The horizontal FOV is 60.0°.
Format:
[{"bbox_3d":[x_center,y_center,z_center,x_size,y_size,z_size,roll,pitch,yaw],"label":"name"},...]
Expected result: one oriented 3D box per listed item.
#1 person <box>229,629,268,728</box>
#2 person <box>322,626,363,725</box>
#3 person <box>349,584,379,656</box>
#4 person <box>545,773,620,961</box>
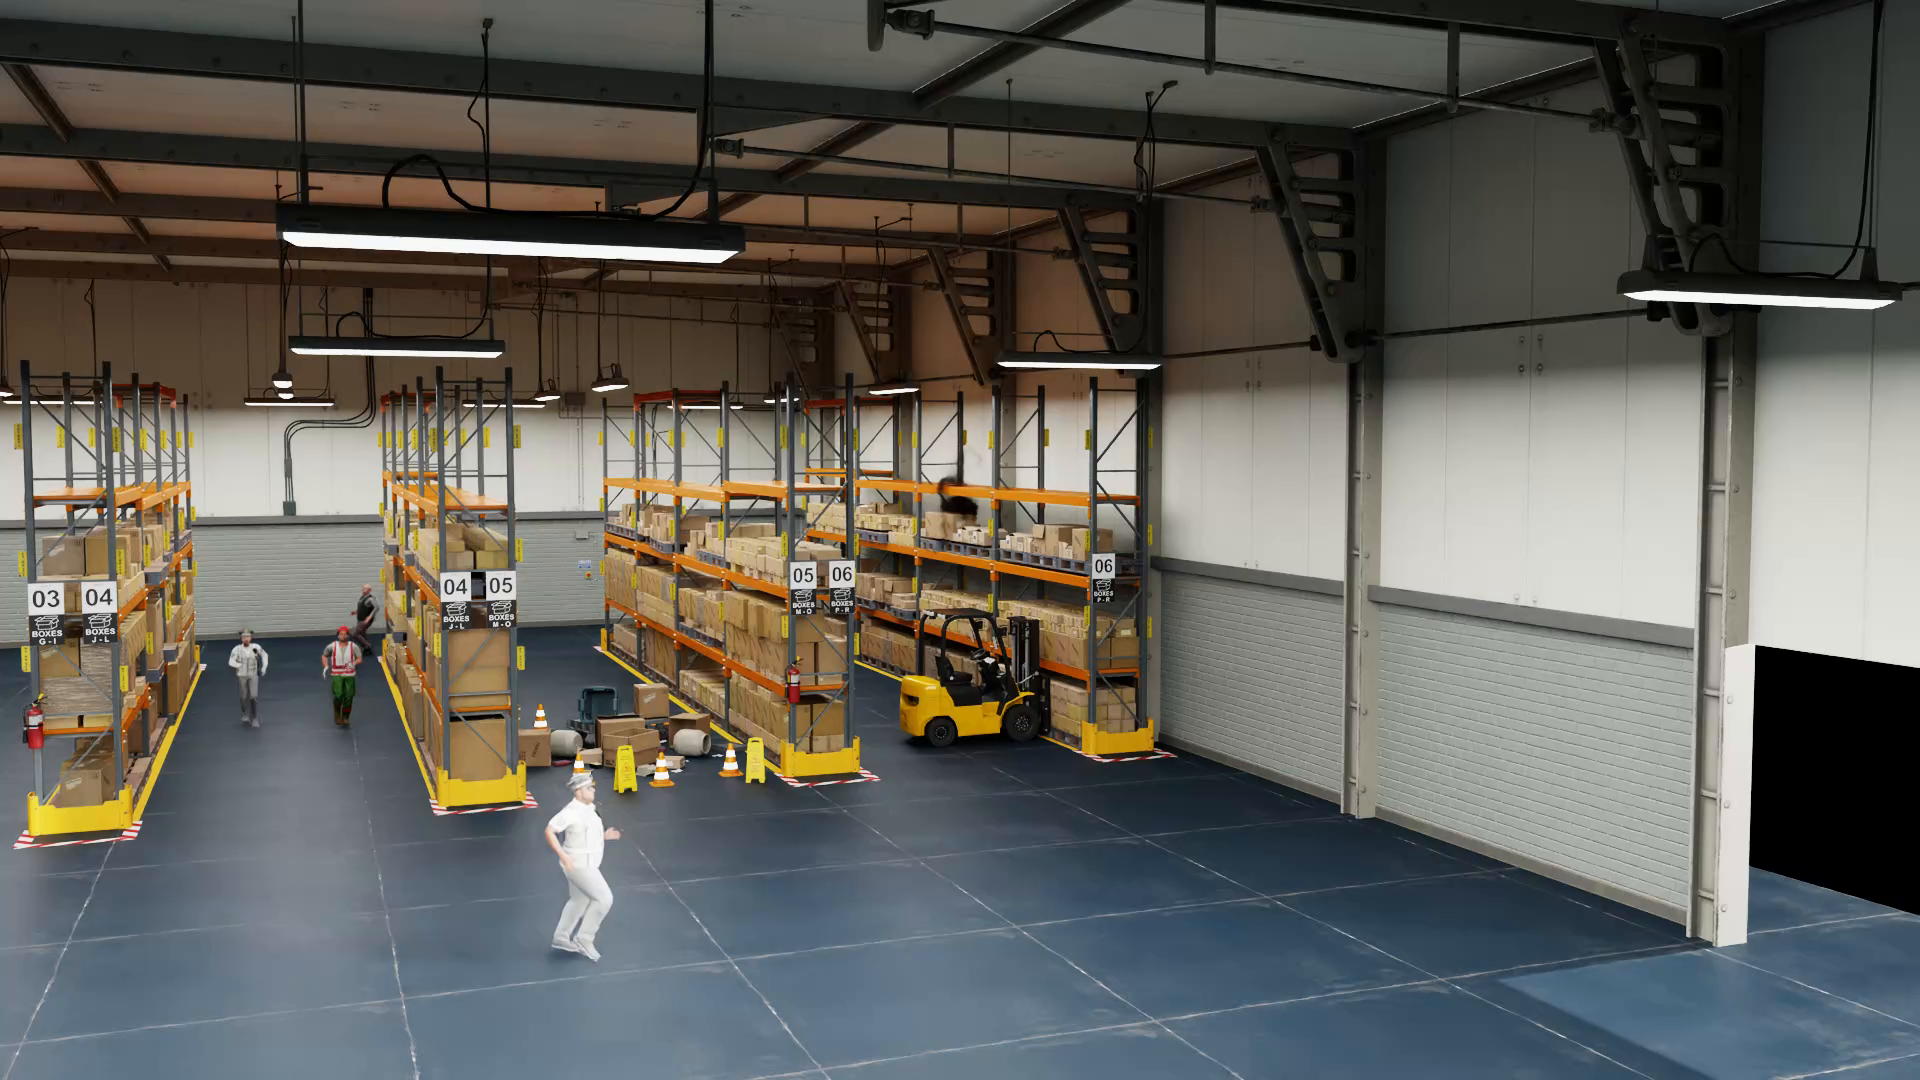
[{"bbox_3d":[-12.448,2.424,29.095,0.623,1.761,0.719,-1,4,-23],"label":"person"},{"bbox_3d":[-10.717,2.369,28.904,0.649,1.742,0.642,-2,4,-25],"label":"person"},{"bbox_3d":[-13.736,1.860,38.297,0.576,1.675,0.728,-3,4,-39],"label":"person"},{"bbox_3d":[-3.632,3.154,16.107,0.694,1.811,0.646,0,3,0],"label":"person"}]
